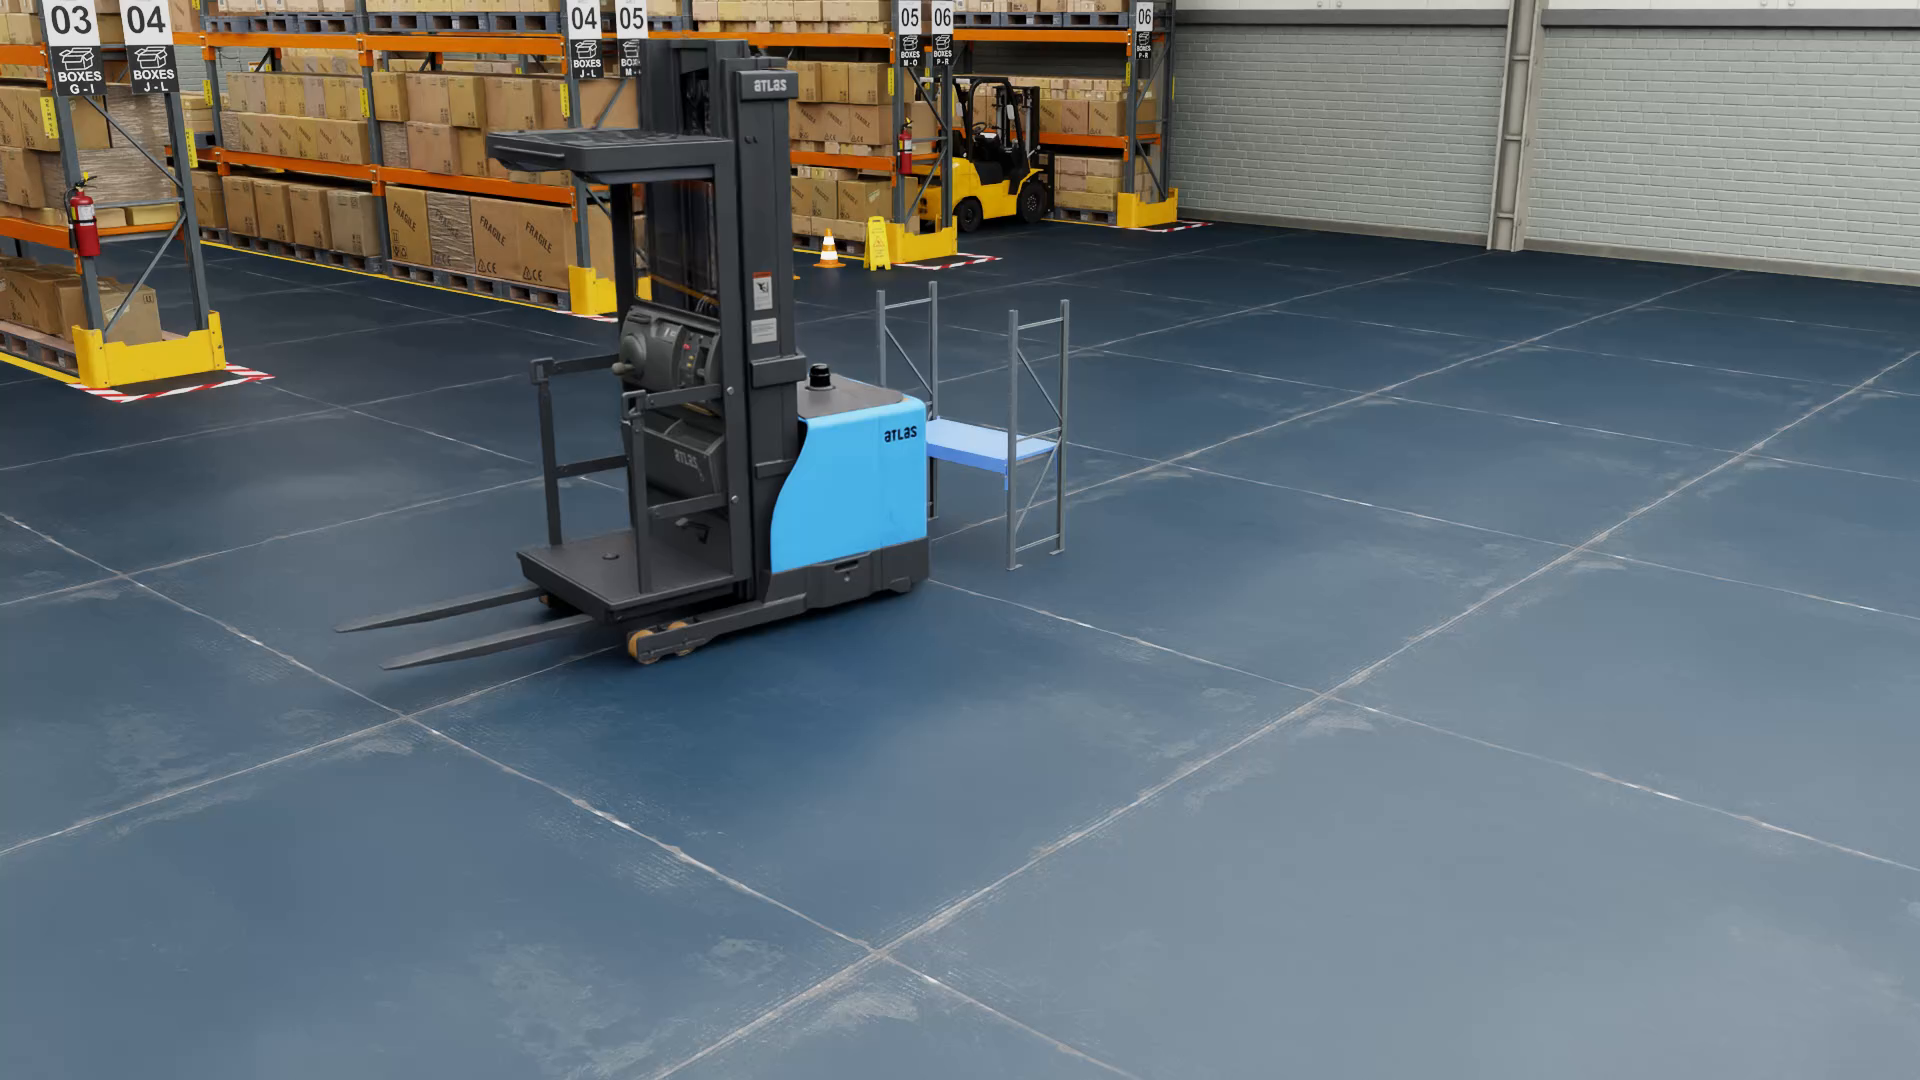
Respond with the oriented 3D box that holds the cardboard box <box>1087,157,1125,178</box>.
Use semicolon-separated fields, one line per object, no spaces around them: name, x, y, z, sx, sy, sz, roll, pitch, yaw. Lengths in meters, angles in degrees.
cardboard box;2.268;-5.619;25.058;0.500;0.250;0.500;16;24;41

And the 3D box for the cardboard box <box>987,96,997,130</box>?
cardboard box;0.767;-6.732;26.199;0.500;0.500;0.500;15;23;39

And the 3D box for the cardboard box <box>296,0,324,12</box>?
cardboard box;-7.743;-6.575;20.299;0.500;0.250;0.500;15;23;39

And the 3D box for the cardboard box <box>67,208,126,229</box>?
cardboard box;-7.400;-2.756;14.253;0.250;0.149;0.380;15;23;39

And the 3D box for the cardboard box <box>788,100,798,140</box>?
cardboard box;-2.171;-5.653;22.307;0.500;0.500;0.500;15;23;40

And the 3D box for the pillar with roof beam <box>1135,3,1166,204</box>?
pillar with roof beam;0.040;-8.461;21.894;0.400;9.000;9.100;15;23;39

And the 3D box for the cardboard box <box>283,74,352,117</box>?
cardboard box;-8.190;-5.699;21.293;0.500;0.500;0.700;15;23;39

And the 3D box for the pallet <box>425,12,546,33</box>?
pallet;-5.161;-5.746;18.447;1.213;0.211;1.003;15;23;39

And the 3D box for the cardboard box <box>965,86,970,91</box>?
cardboard box;0.300;-7.170;26.508;0.250;0.149;0.380;15;23;39

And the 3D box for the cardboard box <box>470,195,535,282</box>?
cardboard box;-4.893;-3.452;18.849;0.875;0.875;0.875;15;23;38

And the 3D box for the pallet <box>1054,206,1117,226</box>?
pallet;2.220;-5.046;25.663;1.213;0.211;1.003;15;23;39

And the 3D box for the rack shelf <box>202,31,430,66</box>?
rack shelf;-8.170;-6.259;21.105;4.000;0.370;1.077;15;23;39

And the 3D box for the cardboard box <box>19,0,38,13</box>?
cardboard box;-7.465;-4.399;13.644;0.250;0.149;0.380;15;23;39

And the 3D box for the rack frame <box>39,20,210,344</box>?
rack frame;-7.050;-2.865;14.182;0.127;3.000;1.000;15;23;39

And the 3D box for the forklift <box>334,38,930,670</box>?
forklift;-1.636;-0.965;8.306;3.031;2.935;1.130;-14;22;-36

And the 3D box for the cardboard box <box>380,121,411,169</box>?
cardboard box;-6.390;-4.771;19.937;0.550;0.550;0.875;15;23;39

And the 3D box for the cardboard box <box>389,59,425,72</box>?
cardboard box;-9.309;-7.888;28.189;0.500;0.500;0.500;15;23;40

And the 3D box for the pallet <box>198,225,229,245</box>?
pallet;-10.249;-4.402;23.633;1.213;0.211;1.003;15;23;39

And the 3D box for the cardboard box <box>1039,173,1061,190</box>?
cardboard box;1.480;-5.588;25.786;0.500;0.250;0.500;14;23;38

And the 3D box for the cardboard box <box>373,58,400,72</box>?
cardboard box;-9.984;-8.073;28.774;0.500;0.500;0.500;15;23;39

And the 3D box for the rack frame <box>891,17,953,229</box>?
rack frame;-0.472;-5.108;21.247;0.127;3.000;1.000;15;23;39

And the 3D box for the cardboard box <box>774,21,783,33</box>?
cardboard box;-2.239;-6.792;22.012;0.250;0.149;0.380;15;23;40

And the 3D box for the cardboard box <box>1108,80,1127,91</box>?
cardboard box;2.412;-6.754;24.706;0.250;0.149;0.380;15;23;39

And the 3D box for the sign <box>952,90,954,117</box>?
sign;-0.112;-5.643;21.503;0.005;0.325;0.100;15;23;39

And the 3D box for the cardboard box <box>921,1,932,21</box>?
cardboard box;-0.671;-6.769;21.279;0.500;0.250;0.500;15;23;38

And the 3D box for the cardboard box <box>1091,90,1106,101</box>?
cardboard box;2.164;-6.639;24.835;0.250;0.149;0.380;16;23;40

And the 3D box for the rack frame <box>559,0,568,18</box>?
rack frame;-3.682;-6.827;16.746;0.127;3.000;1.000;15;23;39

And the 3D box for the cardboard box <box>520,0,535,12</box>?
cardboard box;-4.344;-5.566;17.288;0.250;0.149;0.380;15;23;40

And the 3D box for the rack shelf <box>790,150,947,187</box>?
rack shelf;-1.968;-5.166;22.621;4.000;0.370;1.077;15;23;39

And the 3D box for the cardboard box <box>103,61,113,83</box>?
cardboard box;-13.189;-7.076;25.139;0.500;0.500;0.500;14;22;37

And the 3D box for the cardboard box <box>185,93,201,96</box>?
cardboard box;-10.867;-6.338;23.861;0.250;0.149;0.380;16;24;41

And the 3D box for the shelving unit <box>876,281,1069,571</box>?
shelving unit;0.064;-0.698;9.831;1.048;1.500;0.538;15;23;39

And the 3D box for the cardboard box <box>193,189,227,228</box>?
cardboard box;-10.331;-4.655;23.260;0.500;0.500;0.500;15;23;39

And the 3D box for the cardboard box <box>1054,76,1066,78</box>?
cardboard box;1.573;-7.163;25.993;0.250;0.149;0.380;15;23;40

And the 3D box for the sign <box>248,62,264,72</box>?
sign;-15.360;-10.316;36.292;0.001;0.242;0.339;15;23;39

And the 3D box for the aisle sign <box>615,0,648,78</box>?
aisle sign;-3.430;-5.260;17.430;0.004;0.787;0.394;15;23;39

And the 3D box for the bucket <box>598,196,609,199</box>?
bucket;-5.042;-4.429;22.007;0.726;0.611;0.620;-9;10;-27

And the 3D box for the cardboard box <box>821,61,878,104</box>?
cardboard box;-1.373;-5.930;21.528;0.500;0.500;0.700;15;23;40

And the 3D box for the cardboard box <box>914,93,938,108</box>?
cardboard box;-0.709;-7.242;27.394;0.500;0.250;0.500;14;23;38

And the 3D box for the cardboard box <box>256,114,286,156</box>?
cardboard box;-8.750;-5.267;21.585;0.500;0.500;0.500;15;23;39

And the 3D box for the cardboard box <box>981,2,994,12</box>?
cardboard box;0.537;-8.279;25.837;0.250;0.149;0.380;16;24;41

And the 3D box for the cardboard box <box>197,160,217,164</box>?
cardboard box;-11.152;-5.441;24.497;0.500;0.250;0.500;14;22;37

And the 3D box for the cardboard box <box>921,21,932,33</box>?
cardboard box;-0.505;-6.558;21.272;0.250;0.149;0.380;15;23;39

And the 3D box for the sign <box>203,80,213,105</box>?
sign;-10.019;-5.963;22.159;0.005;0.325;0.100;15;23;39

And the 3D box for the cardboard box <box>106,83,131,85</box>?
cardboard box;-7.650;-3.806;14.834;0.500;0.500;0.500;15;23;39

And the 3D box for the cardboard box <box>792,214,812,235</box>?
cardboard box;-2.033;-4.308;22.579;0.500;0.250;0.500;14;22;37

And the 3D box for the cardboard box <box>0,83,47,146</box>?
cardboard box;-8.376;-3.786;14.773;0.500;0.500;0.500;15;23;39

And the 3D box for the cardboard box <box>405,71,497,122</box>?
cardboard box;-5.932;-5.191;19.476;0.550;0.550;0.875;15;23;39

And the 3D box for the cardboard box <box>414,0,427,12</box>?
cardboard box;-5.865;-5.974;18.575;0.250;0.149;0.380;15;23;38

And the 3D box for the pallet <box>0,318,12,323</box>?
pallet;-9.516;-2.213;16.735;1.213;0.211;1.003;15;23;39

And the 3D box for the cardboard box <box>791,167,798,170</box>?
cardboard box;-2.462;-4.998;23.513;0.500;0.500;0.500;16;23;40

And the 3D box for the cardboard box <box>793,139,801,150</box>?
cardboard box;-2.024;-5.326;22.350;0.250;0.149;0.380;15;23;39

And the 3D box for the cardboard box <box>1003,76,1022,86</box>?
cardboard box;0.886;-7.161;25.988;0.250;0.149;0.380;15;23;39

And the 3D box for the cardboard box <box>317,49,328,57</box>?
cardboard box;-11.225;-8.699;29.672;0.250;0.149;0.380;14;23;38
